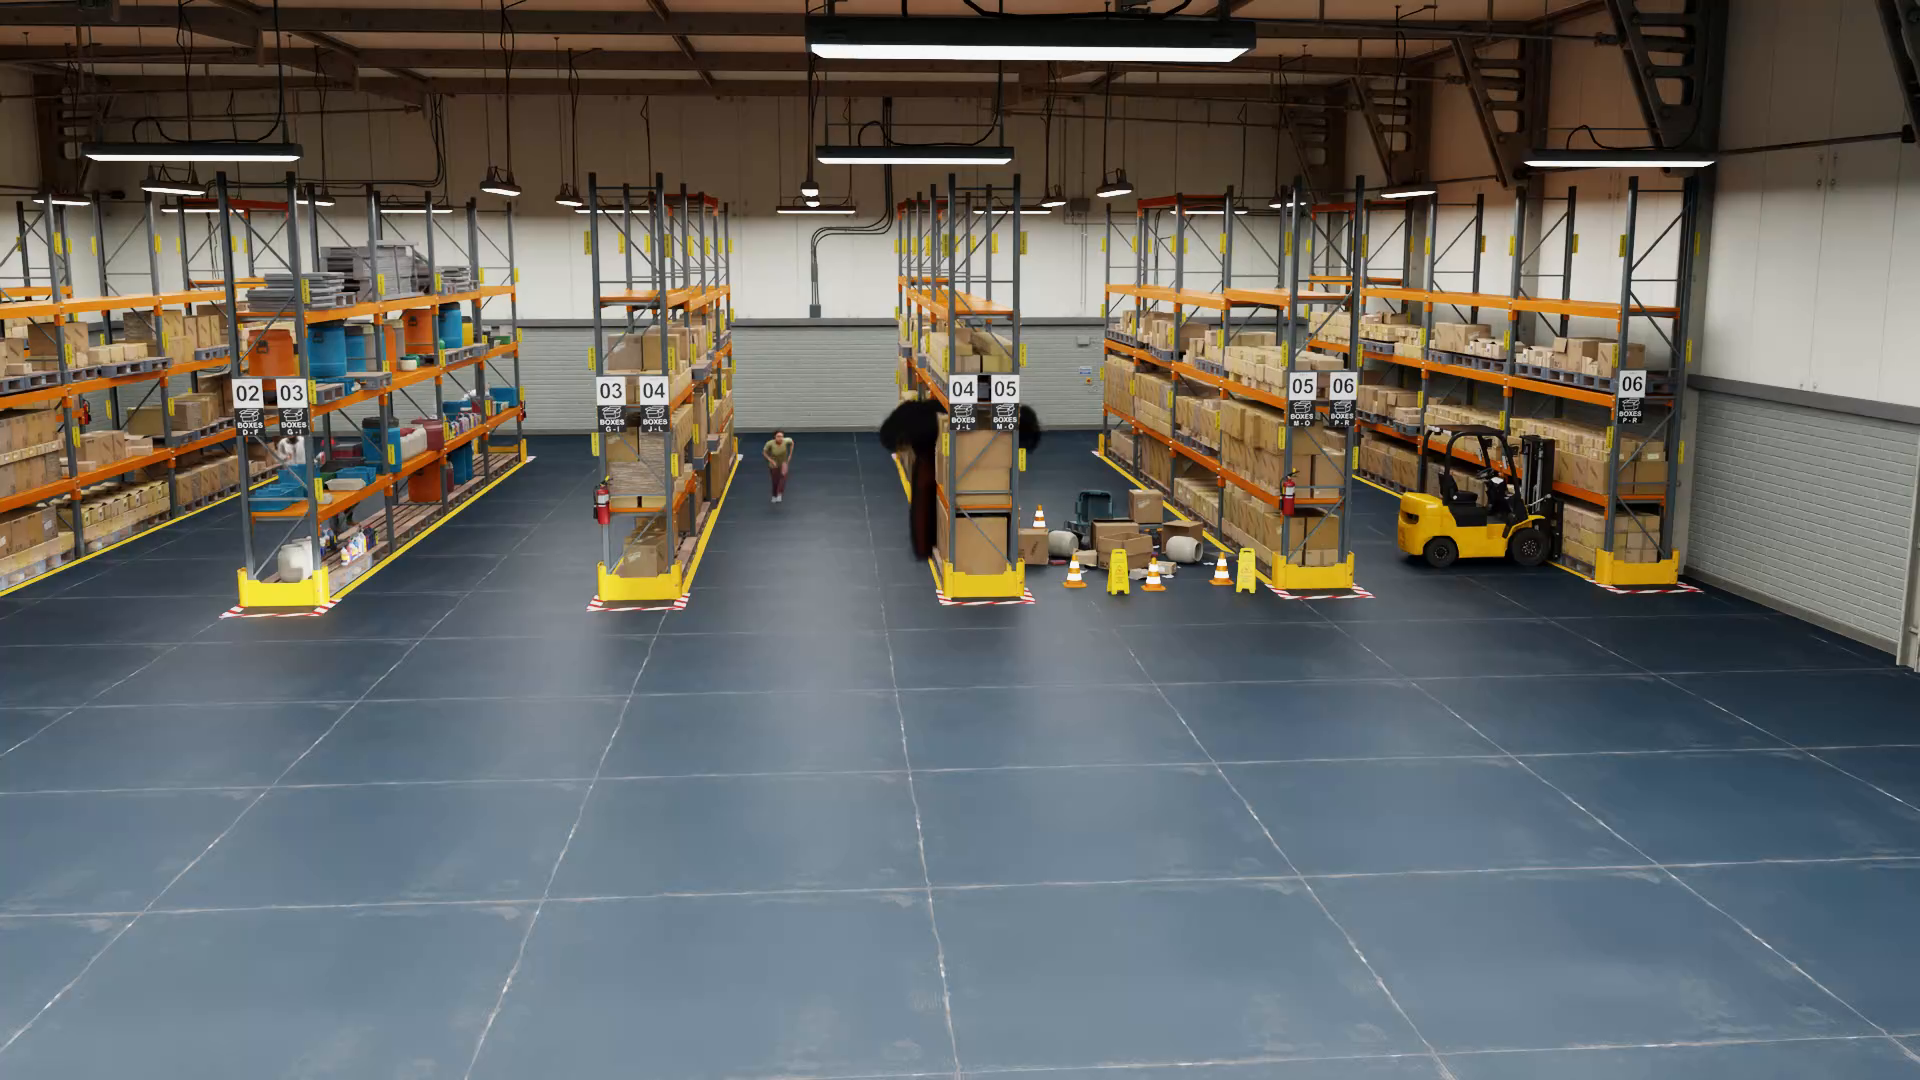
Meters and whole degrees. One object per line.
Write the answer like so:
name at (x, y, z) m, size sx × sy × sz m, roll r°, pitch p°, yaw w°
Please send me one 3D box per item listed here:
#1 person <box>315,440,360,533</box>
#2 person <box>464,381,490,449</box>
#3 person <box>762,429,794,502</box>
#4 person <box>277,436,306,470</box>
person at (-11.015, -0.983, 29.430) m, size 0.697 × 1.704 × 0.908 m, roll -4°, pitch 11°, yaw -20°
person at (-11.982, -3.101, 41.376) m, size 0.924 × 1.711 × 0.709 m, roll 4°, pitch 11°, yaw 21°
person at (-3.502, -1.425, 31.944) m, size 0.611 × 1.503 × 1.032 m, roll -3°, pitch 10°, yaw -15°
person at (-12.655, -1.400, 31.718) m, size 0.663 × 1.676 × 0.932 m, roll -4°, pitch 11°, yaw -19°
